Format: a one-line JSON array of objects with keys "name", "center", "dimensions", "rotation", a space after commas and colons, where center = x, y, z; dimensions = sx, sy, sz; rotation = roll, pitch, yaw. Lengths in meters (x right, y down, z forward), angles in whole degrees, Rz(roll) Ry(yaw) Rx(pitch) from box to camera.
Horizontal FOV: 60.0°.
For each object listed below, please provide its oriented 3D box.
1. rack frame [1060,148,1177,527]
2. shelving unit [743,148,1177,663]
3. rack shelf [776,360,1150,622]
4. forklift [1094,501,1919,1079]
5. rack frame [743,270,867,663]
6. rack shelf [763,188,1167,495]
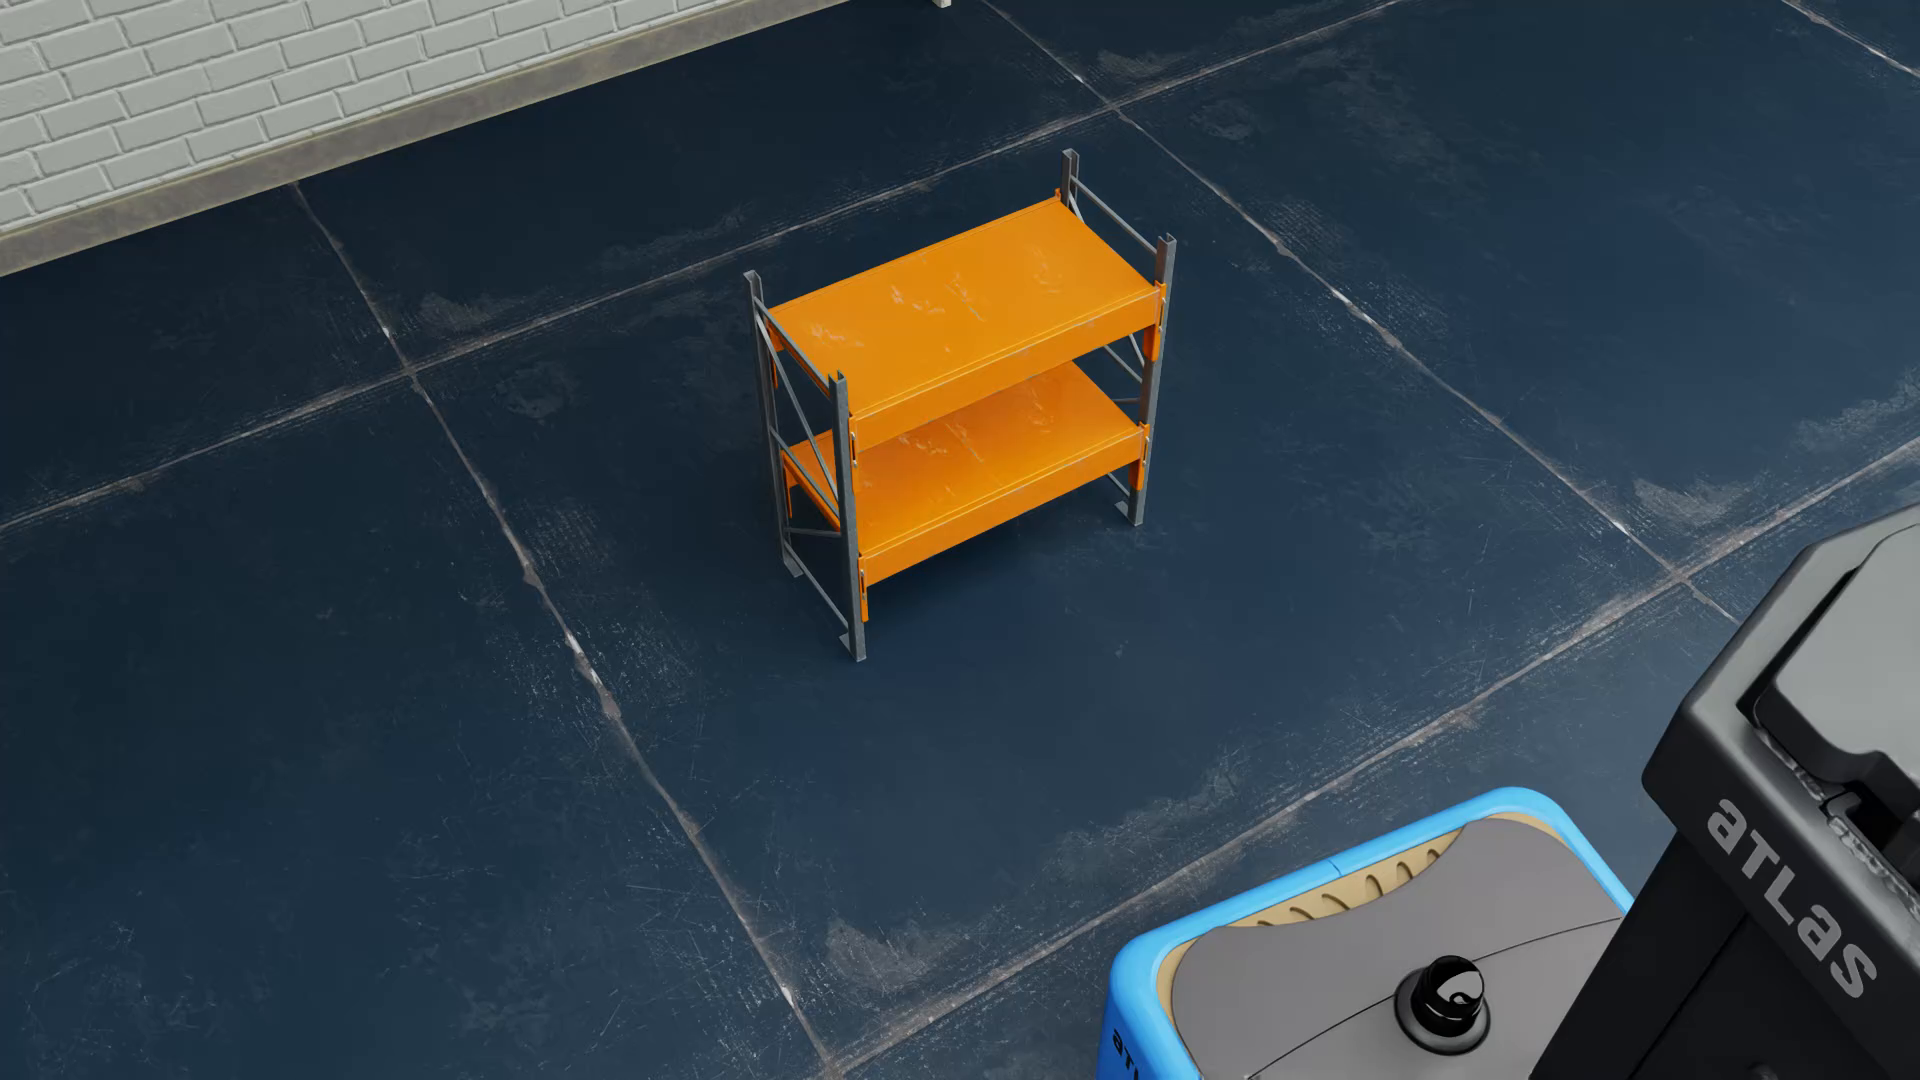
[{"name": "rack frame", "center": [0.436, -0.579, 5.013], "dimensions": [0.032, 1.125, 0.500], "rotation": [-25, 53, -21]}, {"name": "shelving unit", "center": [0.006, -0.377, 4.832], "dimensions": [1.048, 1.125, 0.538], "rotation": [-25, 53, -21]}, {"name": "rack shelf", "center": [0.006, -0.214, 5.015], "dimensions": [1.000, 0.278, 0.538], "rotation": [-25, 53, -21]}, {"name": "forklift", "center": [1.321, 1.376, 2.062], "dimensions": [1.130, 2.935, 3.031], "rotation": [-18, 51, -16]}, {"name": "rack frame", "center": [-0.424, -0.174, 4.652], "dimensions": [0.032, 1.125, 0.500], "rotation": [-25, 53, -21]}, {"name": "rack shelf", "center": [0.006, -0.571, 4.614], "dimensions": [1.000, 0.278, 0.538], "rotation": [-25, 53, -21]}]
